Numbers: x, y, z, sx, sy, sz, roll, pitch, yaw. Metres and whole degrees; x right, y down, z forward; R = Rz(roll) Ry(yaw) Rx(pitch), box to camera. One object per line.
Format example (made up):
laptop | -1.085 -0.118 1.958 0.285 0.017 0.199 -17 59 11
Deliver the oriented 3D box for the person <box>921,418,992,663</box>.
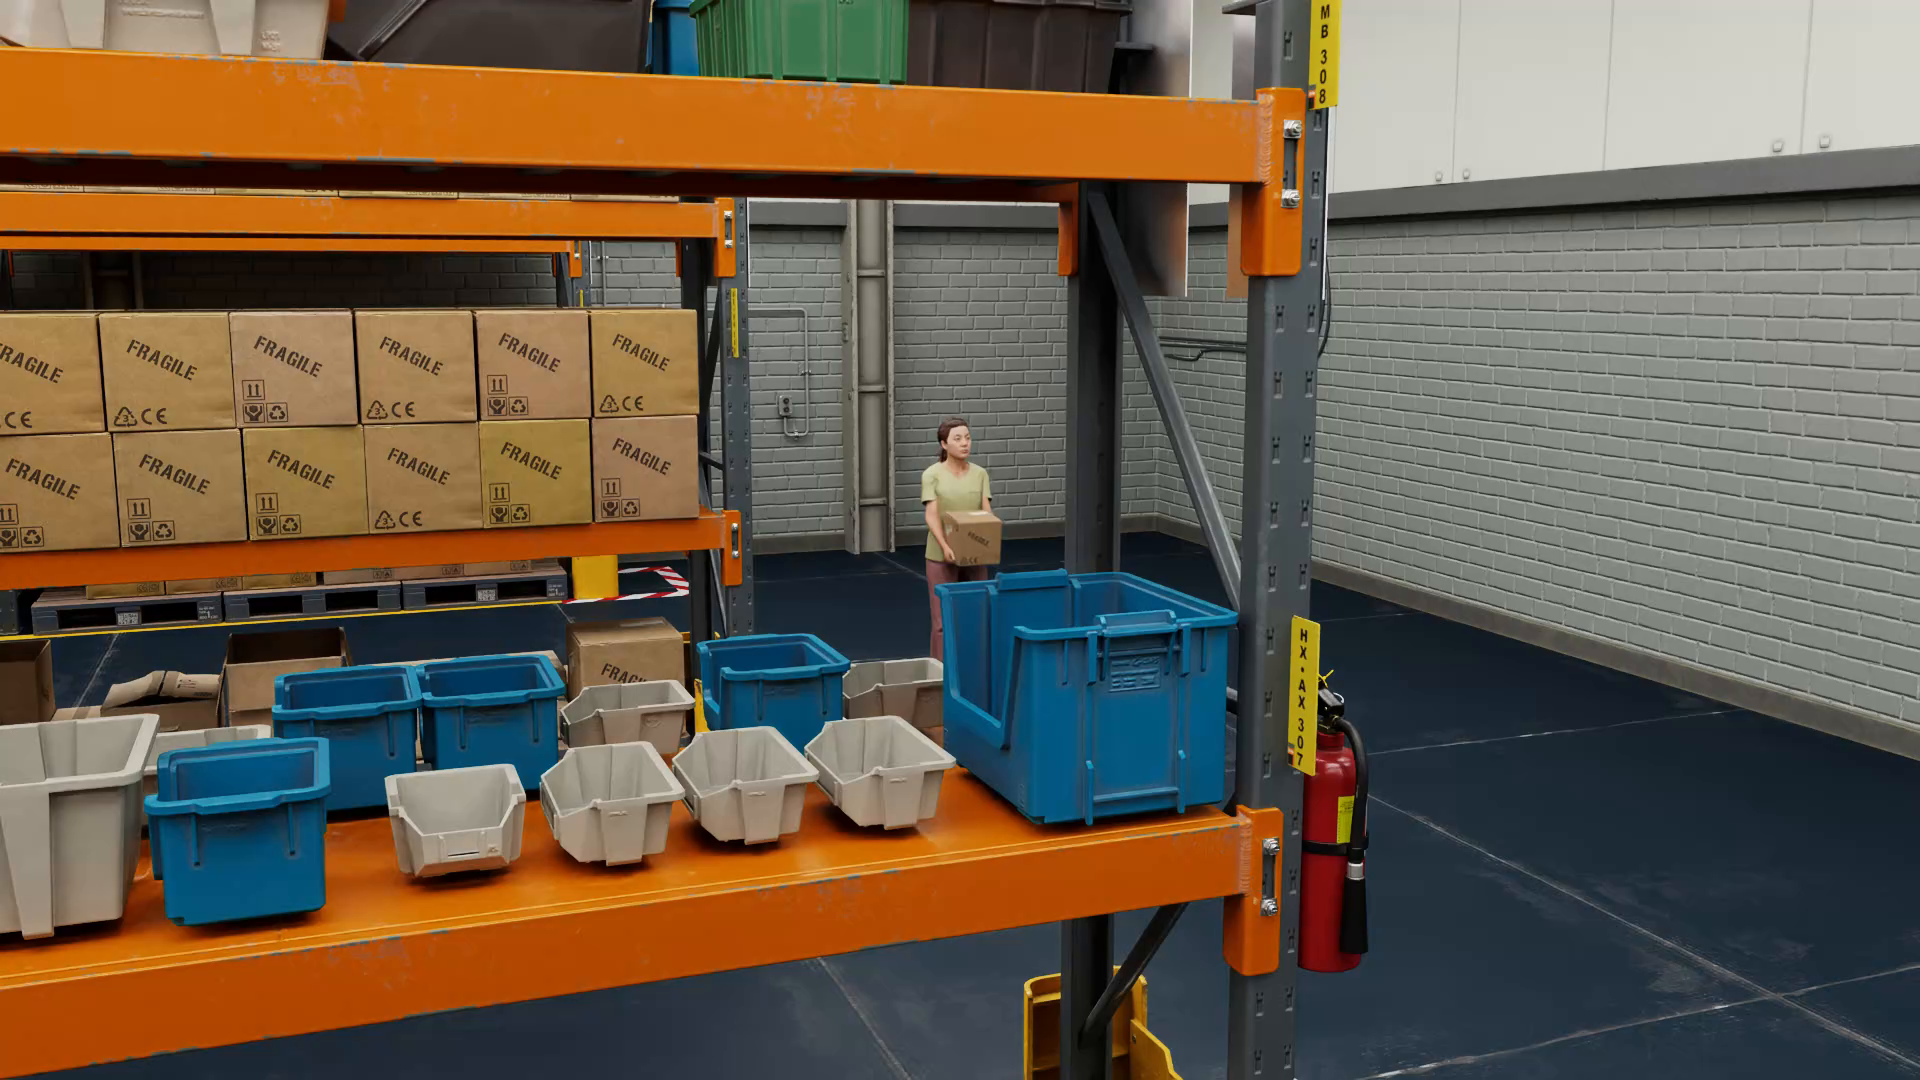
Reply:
person | 0.002 0.140 9.517 0.426 1.665 0.549 -3 10 -20
